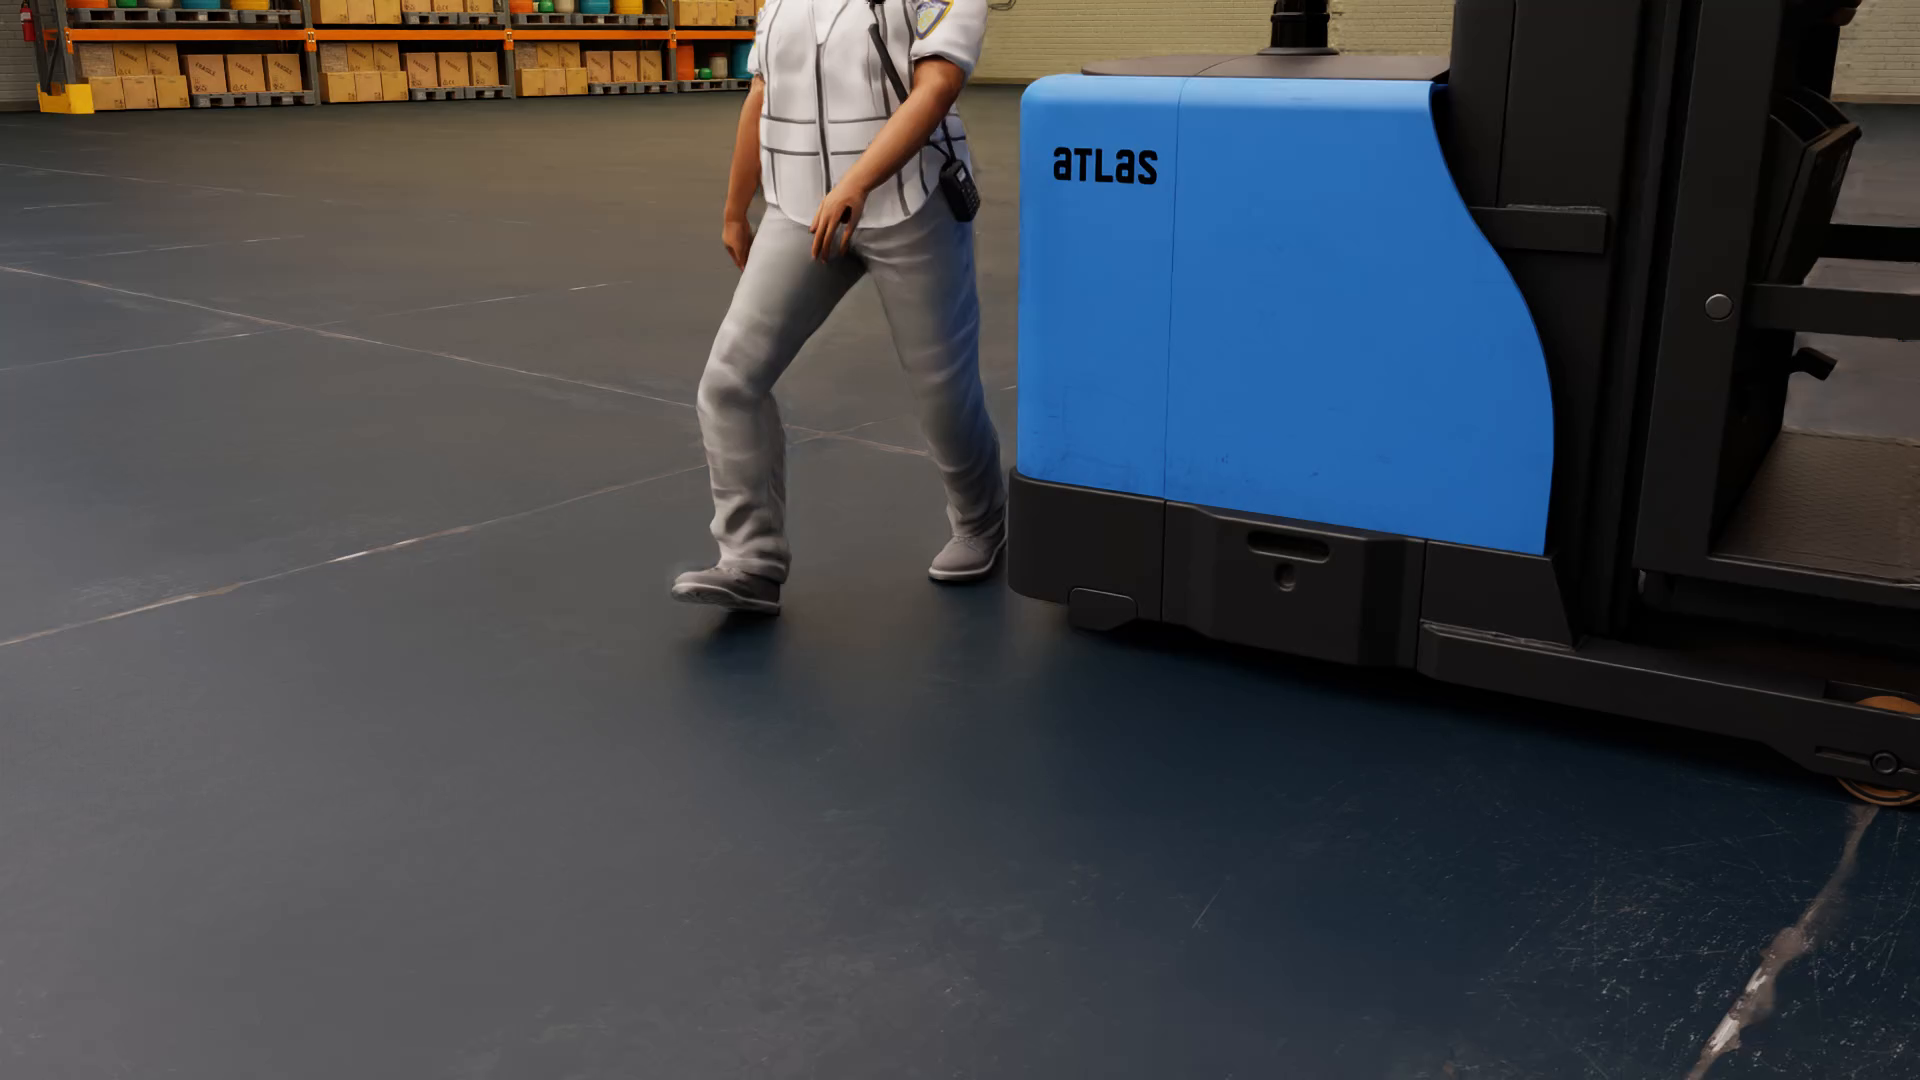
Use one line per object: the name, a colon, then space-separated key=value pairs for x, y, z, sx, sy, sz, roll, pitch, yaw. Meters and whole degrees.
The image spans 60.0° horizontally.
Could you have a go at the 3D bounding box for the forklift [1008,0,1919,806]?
forklift: x=1.627 y=-1.137 z=2.641 sx=3.031 sy=2.935 sz=1.130 roll=10 pitch=19 yaw=29

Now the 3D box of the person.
person: x=-0.252 y=-0.636 z=3.339 sx=0.628 sy=1.599 sz=0.815 roll=6 pitch=18 yaw=19
